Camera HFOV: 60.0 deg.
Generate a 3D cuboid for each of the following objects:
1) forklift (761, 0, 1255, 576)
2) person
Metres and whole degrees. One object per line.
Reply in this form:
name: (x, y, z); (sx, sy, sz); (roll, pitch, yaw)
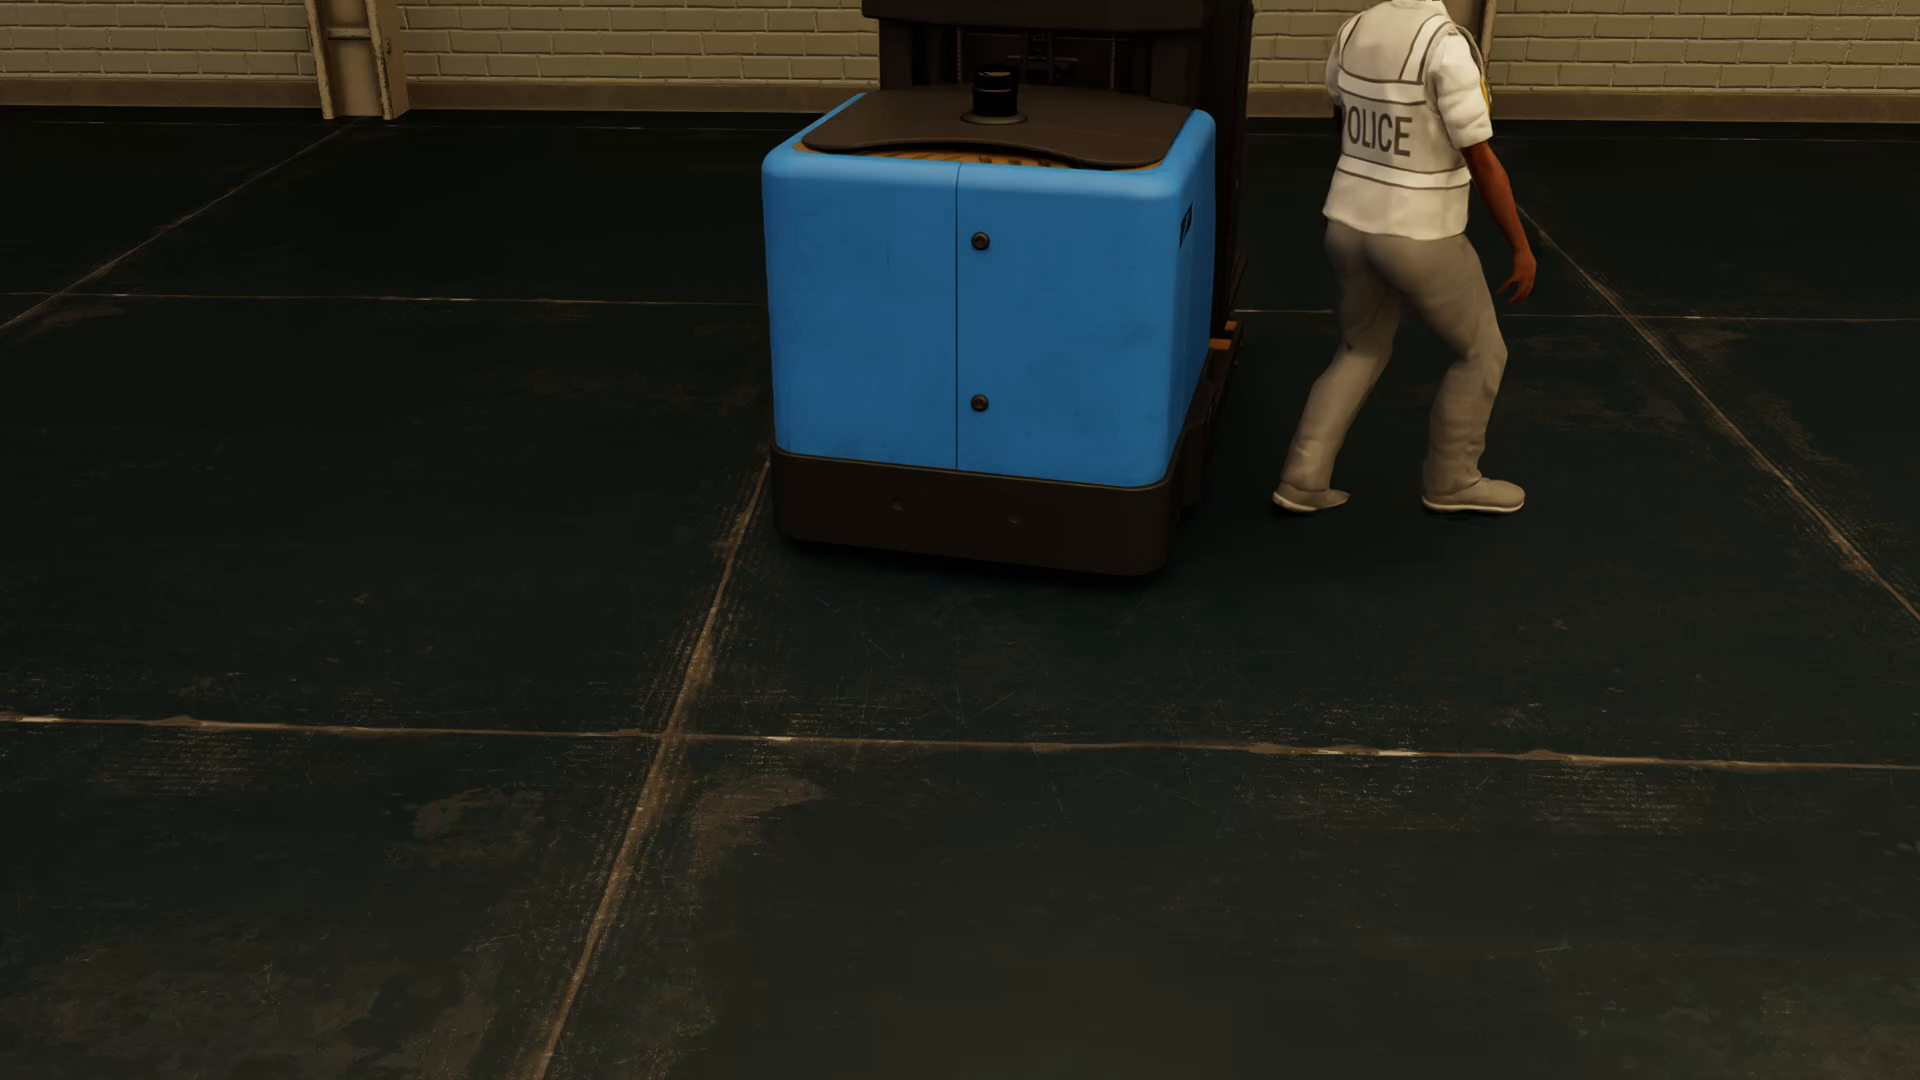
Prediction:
forklift: (0.358, -1.854, 4.966); (1.130, 2.935, 3.031); (6, 27, 13)
person: (1.197, -0.812, 4.424); (0.650, 1.642, 0.748); (-15, 30, -27)
